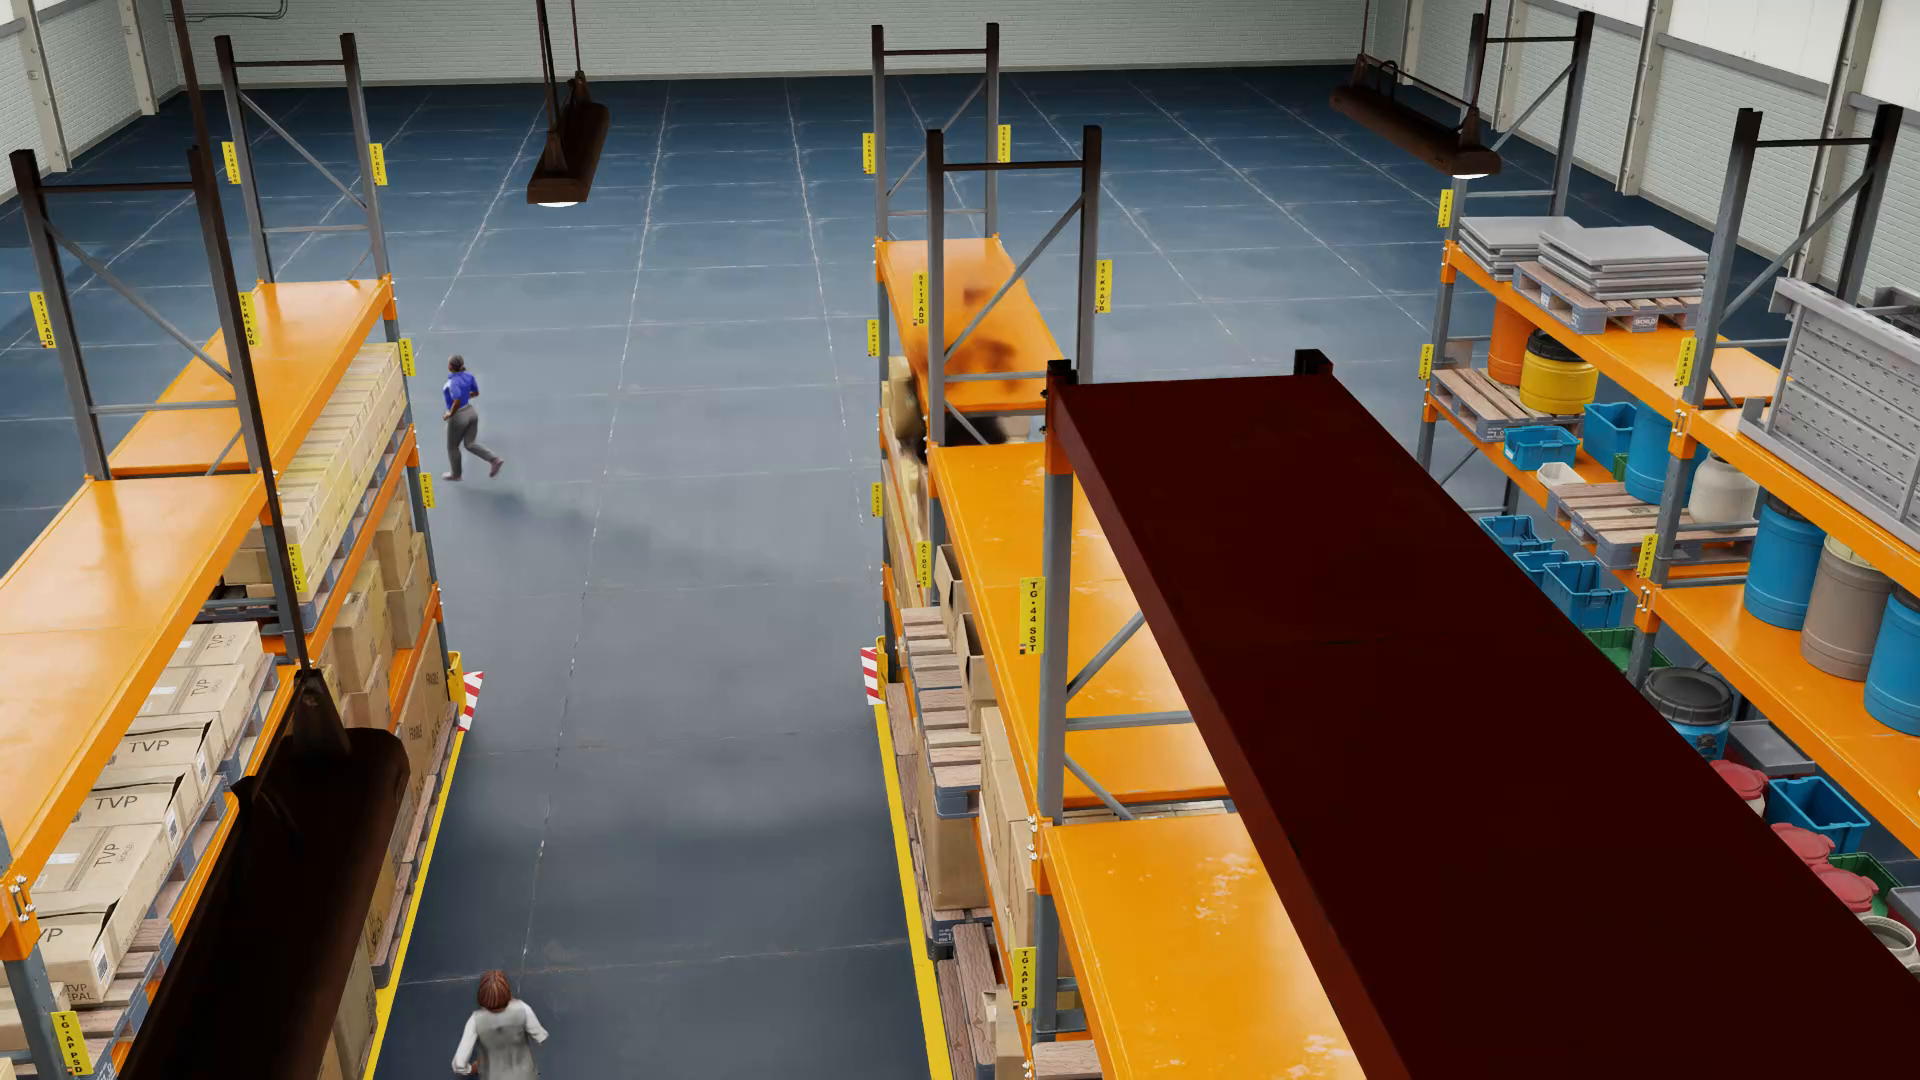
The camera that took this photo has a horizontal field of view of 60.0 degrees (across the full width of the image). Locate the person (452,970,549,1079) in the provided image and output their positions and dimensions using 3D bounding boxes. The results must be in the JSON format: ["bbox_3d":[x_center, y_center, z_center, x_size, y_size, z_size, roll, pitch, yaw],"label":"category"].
[{"bbox_3d":[-2.680,3.220,9.861,0.525,1.629,0.733,-5,26,-9],"label":"person"}]

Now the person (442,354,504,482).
[{"bbox_3d":[-5.835,-1.414,19.553,0.887,1.632,0.558,11,28,22],"label":"person"}]
